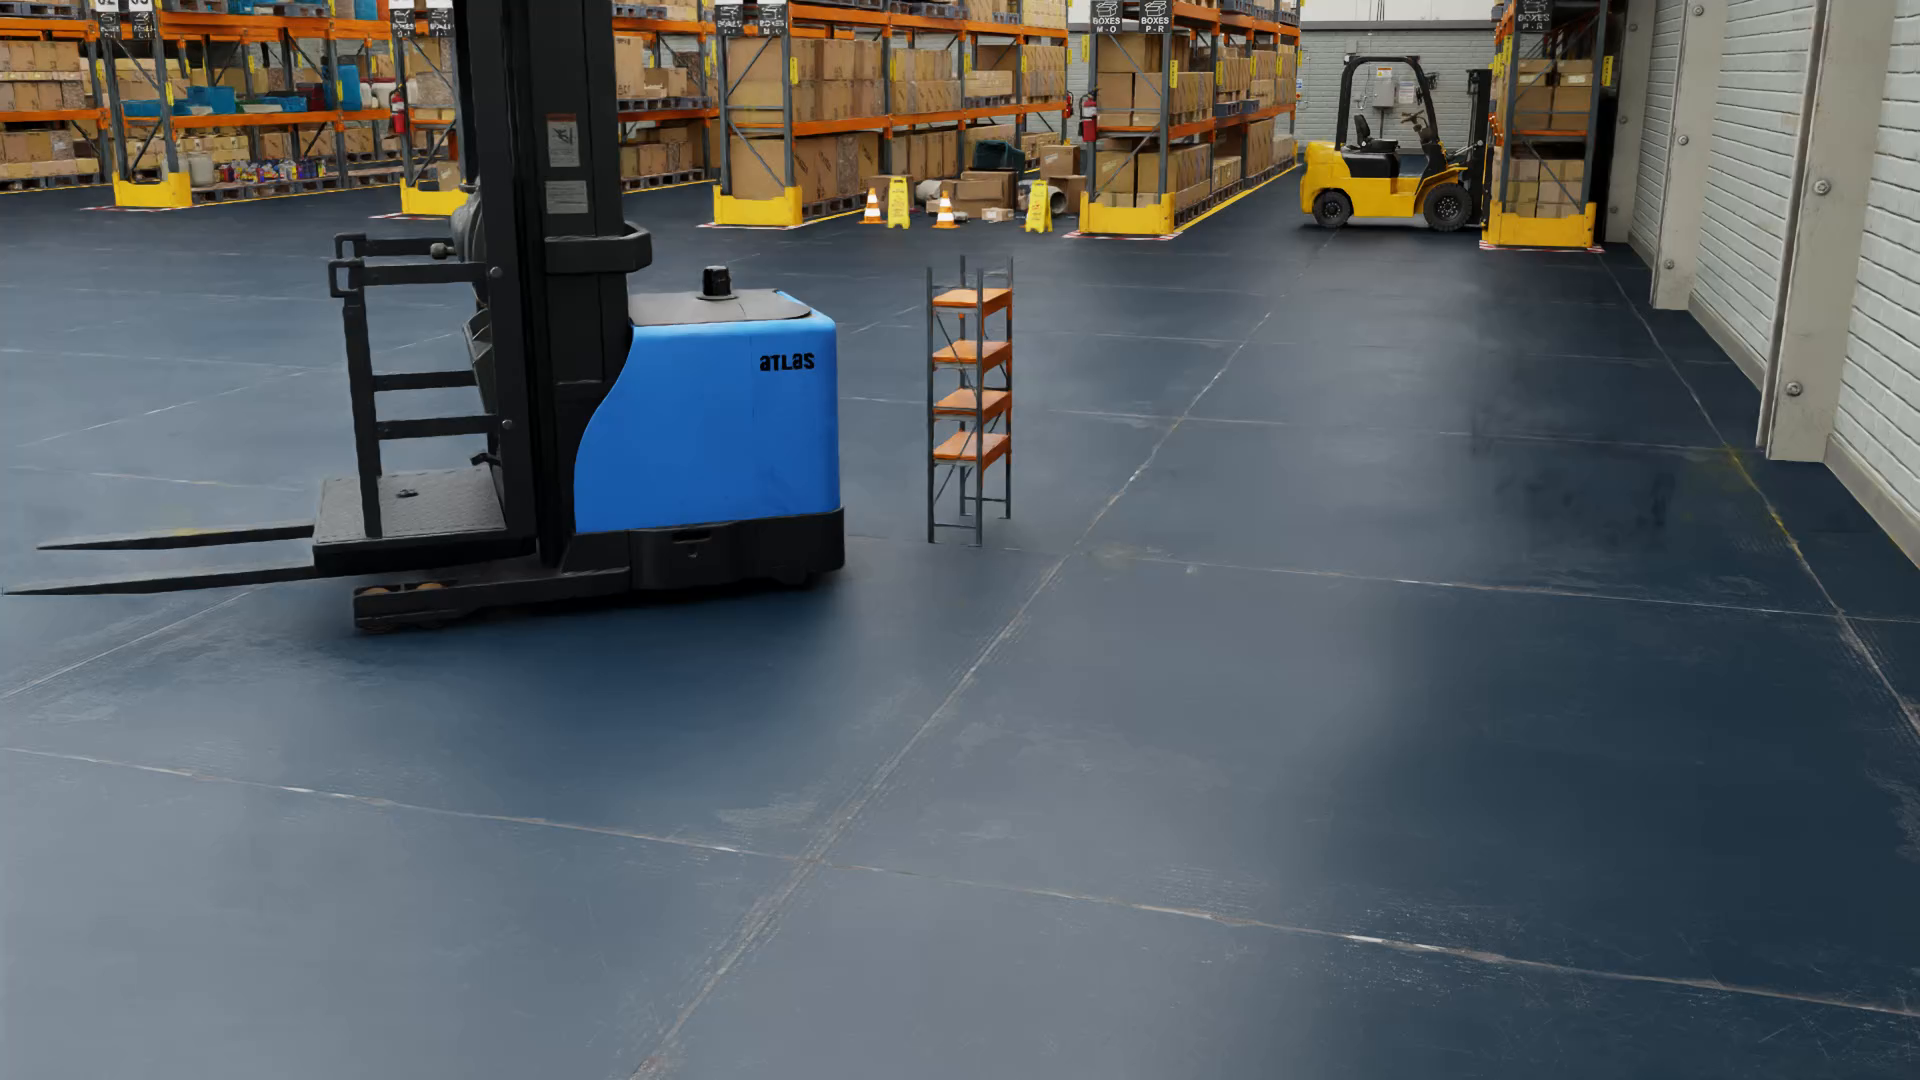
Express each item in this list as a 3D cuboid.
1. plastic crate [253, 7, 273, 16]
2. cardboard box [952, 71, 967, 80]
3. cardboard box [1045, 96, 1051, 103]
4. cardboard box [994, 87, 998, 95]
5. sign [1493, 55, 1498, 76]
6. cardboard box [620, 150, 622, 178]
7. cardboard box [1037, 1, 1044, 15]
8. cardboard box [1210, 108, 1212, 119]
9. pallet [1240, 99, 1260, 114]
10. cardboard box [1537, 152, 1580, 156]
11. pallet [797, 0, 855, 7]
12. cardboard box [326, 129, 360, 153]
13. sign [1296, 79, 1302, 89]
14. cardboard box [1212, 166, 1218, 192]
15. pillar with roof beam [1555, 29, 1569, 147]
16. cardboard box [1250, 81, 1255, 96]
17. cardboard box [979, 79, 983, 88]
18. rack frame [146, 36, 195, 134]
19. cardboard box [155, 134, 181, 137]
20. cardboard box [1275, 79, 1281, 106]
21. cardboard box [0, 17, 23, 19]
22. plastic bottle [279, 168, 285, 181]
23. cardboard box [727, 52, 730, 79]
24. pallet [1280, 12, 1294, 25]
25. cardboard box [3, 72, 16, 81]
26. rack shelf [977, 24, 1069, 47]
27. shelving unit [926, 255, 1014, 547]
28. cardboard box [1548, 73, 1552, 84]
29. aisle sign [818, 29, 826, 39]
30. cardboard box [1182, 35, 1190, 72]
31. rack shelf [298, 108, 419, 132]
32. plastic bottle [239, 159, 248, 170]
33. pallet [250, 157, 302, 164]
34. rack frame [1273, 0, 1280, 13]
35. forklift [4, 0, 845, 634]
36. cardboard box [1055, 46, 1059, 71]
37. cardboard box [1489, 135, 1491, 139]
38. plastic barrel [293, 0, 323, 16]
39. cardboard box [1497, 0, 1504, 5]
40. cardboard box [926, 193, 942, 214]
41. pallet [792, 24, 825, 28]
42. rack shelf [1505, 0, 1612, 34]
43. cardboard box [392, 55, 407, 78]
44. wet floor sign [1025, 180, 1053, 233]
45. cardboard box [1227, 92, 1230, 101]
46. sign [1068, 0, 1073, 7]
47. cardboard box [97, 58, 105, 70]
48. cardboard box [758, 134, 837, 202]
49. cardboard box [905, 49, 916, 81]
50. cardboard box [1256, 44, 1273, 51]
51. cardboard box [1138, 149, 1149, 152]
[{"bbox_3d":[-11.095,-8.389,26.394,0.243,0.136,0.396,5,16,16],"label":"plastic crate"},{"bbox_3d":[-0.096,-8.249,29.517,0.380,0.149,0.250,5,16,16],"label":"cardboard box"},{"bbox_3d":[1.721,-9.376,35.348,0.380,0.149,0.250,4,16,13],"label":"cardboard box"},{"bbox_3d":[0.509,-8.512,31.532,0.380,0.149,0.250,4,16,13],"label":"cardboard box"},{"bbox_3d":[8.598,-7.592,26.623,0.100,0.325,0.005,5,16,16],"label":"sign"},{"bbox_3d":[-6.082,-6.308,27.845,0.700,0.500,0.500,3,16,12],"label":"cardboard box"},{"bbox_3d":[1.392,-10.801,33.774,0.500,0.250,0.500,5,17,17],"label":"cardboard box"},{"bbox_3d":[3.425,-6.143,23.949,0.380,0.149,0.250,4,16,15],"label":"cardboard box"},{"bbox_3d":[4.260,-7.131,27.324,1.213,0.211,1.003,5,16,16],"label":"pallet"},{"bbox_3d":[7.609,-4.807,21.215,0.500,0.250,0.500,4,16,15],"label":"cardboard box"},{"bbox_3d":[-2.142,-7.598,23.284,1.003,0.211,1.213,5,16,16],"label":"pallet"},{"bbox_3d":[-13.515,-8.731,36.389,0.500,0.500,0.500,5,16,16],"label":"cardboard box"},{"bbox_3d":[8.185,-11.137,40.603,0.327,0.218,0.001,5,16,16],"label":"sign"},{"bbox_3d":[3.371,-5.446,25.080,0.950,0.372,0.625,5,17,17],"label":"cardboard box"},{"bbox_3d":[8.897,-12.982,36.608,9.100,9.000,0.400,5,16,16],"label":"pillar with roof beam"},{"bbox_3d":[4.742,-7.699,28.336,0.500,0.250,0.500,5,16,15],"label":"cardboard box"},{"bbox_3d":[0.207,-8.383,30.532,0.380,0.149,0.250,5,16,16],"label":"cardboard box"},{"bbox_3d":[-18.251,-10.385,38.446,1.000,3.000,0.127,5,16,16],"label":"rack frame"},{"bbox_3d":[-15.356,-7.719,32.287,0.500,0.311,0.500,4,16,14],"label":"cardboard box"},{"bbox_3d":[5.882,-8.615,32.021,0.500,0.500,0.500,5,17,18],"label":"cardboard box"},{"bbox_3d":[-19.334,-10.539,33.618,0.500,0.311,0.500,5,16,16],"label":"cardboard box"},{"bbox_3d":[-11.136,-5.988,27.267,0.097,0.201,0.097,0,16,0],"label":"plastic bottle"},{"bbox_3d":[-4.729,-9.077,31.813,0.797,0.503,0.637,5,17,17],"label":"cardboard box"},{"bbox_3d":[6.089,-10.396,33.150,1.003,0.211,1.213,5,16,16],"label":"pallet"},{"bbox_3d":[-16.081,-7.779,27.888,0.380,0.149,0.250,5,17,18],"label":"cardboard box"},{"bbox_3d":[1.291,-10.442,34.467,1.077,0.370,4.000,5,16,16],"label":"rack shelf"},{"bbox_3d":[0.047,-0.621,7.318,0.258,1.200,0.503,5,16,16],"label":"shelving unit"},{"bbox_3d":[7.821,-5.978,21.536,0.380,0.149,0.250,5,17,18],"label":"cardboard box"},{"bbox_3d":[-3.134,-11.572,37.866,0.394,0.787,0.004,5,16,16],"label":"aisle sign"},{"bbox_3d":[2.891,-6.945,23.757,0.700,0.500,0.500,4,16,15],"label":"cardboard box"},{"bbox_3d":[-10.458,-7.701,30.301,1.077,0.370,4.000,5,16,16],"label":"rack shelf"},{"bbox_3d":[-11.828,-6.121,27.462,0.144,0.351,0.185,4,16,15],"label":"plastic bottle"},{"bbox_3d":[-14.389,-7.806,34.464,1.003,0.211,1.213,5,16,16],"label":"pallet"},{"bbox_3d":[5.498,-11.350,30.855,1.000,3.000,0.127,5,16,16],"label":"rack frame"},{"bbox_3d":[-2.040,-1.227,6.285,3.031,2.935,1.130,-5,17,-18],"label":"forklift"},{"bbox_3d":[1.824,-10.269,35.475,0.500,0.500,0.500,4,16,14],"label":"cardboard box"},{"bbox_3d":[10.849,-7.753,32.977,0.700,0.500,0.500,5,17,18],"label":"cardboard box"},{"bbox_3d":[-11.090,-9.358,28.409,0.600,0.901,0.708,5,16,16],"label":"plastic barrel"},{"bbox_3d":[9.423,-9.272,28.533,0.380,0.149,0.250,5,17,17],"label":"cardboard box"},{"bbox_3d":[-0.273,-4.821,23.839,0.396,0.266,0.258,8,18,25],"label":"cardboard box"},{"bbox_3d":[-3.413,-11.164,35.859,1.003,0.211,1.213,5,16,16],"label":"pallet"},{"bbox_3d":[7.416,-6.561,20.785,1.077,0.370,4.000,5,16,16],"label":"rack shelf"},{"bbox_3d":[-12.951,-10.767,37.778,0.500,0.500,0.500,4,16,14],"label":"cardboard box"},{"bbox_3d":[1.007,-4.225,21.044,0.267,0.644,0.232,11,19,35],"label":"wet floor sign"},{"bbox_3d":[3.956,-6.846,25.659,0.380,0.149,0.250,5,17,16],"label":"cardboard box"},{"bbox_3d":[2.386,-11.689,35.923,0.100,0.325,0.005,5,16,16],"label":"sign"},{"bbox_3d":[-18.721,-10.271,35.903,0.500,0.250,0.500,5,17,16],"label":"cardboard box"},{"bbox_3d":[-2.310,-5.275,23.554,0.875,0.875,0.875,4,16,15],"label":"cardboard box"},{"bbox_3d":[-1.127,-7.655,26.805,0.700,0.500,0.500,5,17,16],"label":"cardboard box"},{"bbox_3d":[5.836,-9.368,31.655,0.380,0.149,0.250,4,16,15],"label":"cardboard box"},{"bbox_3d":[2.210,-4.931,22.113,0.500,0.500,0.500,5,17,18],"label":"cardboard box"}]
